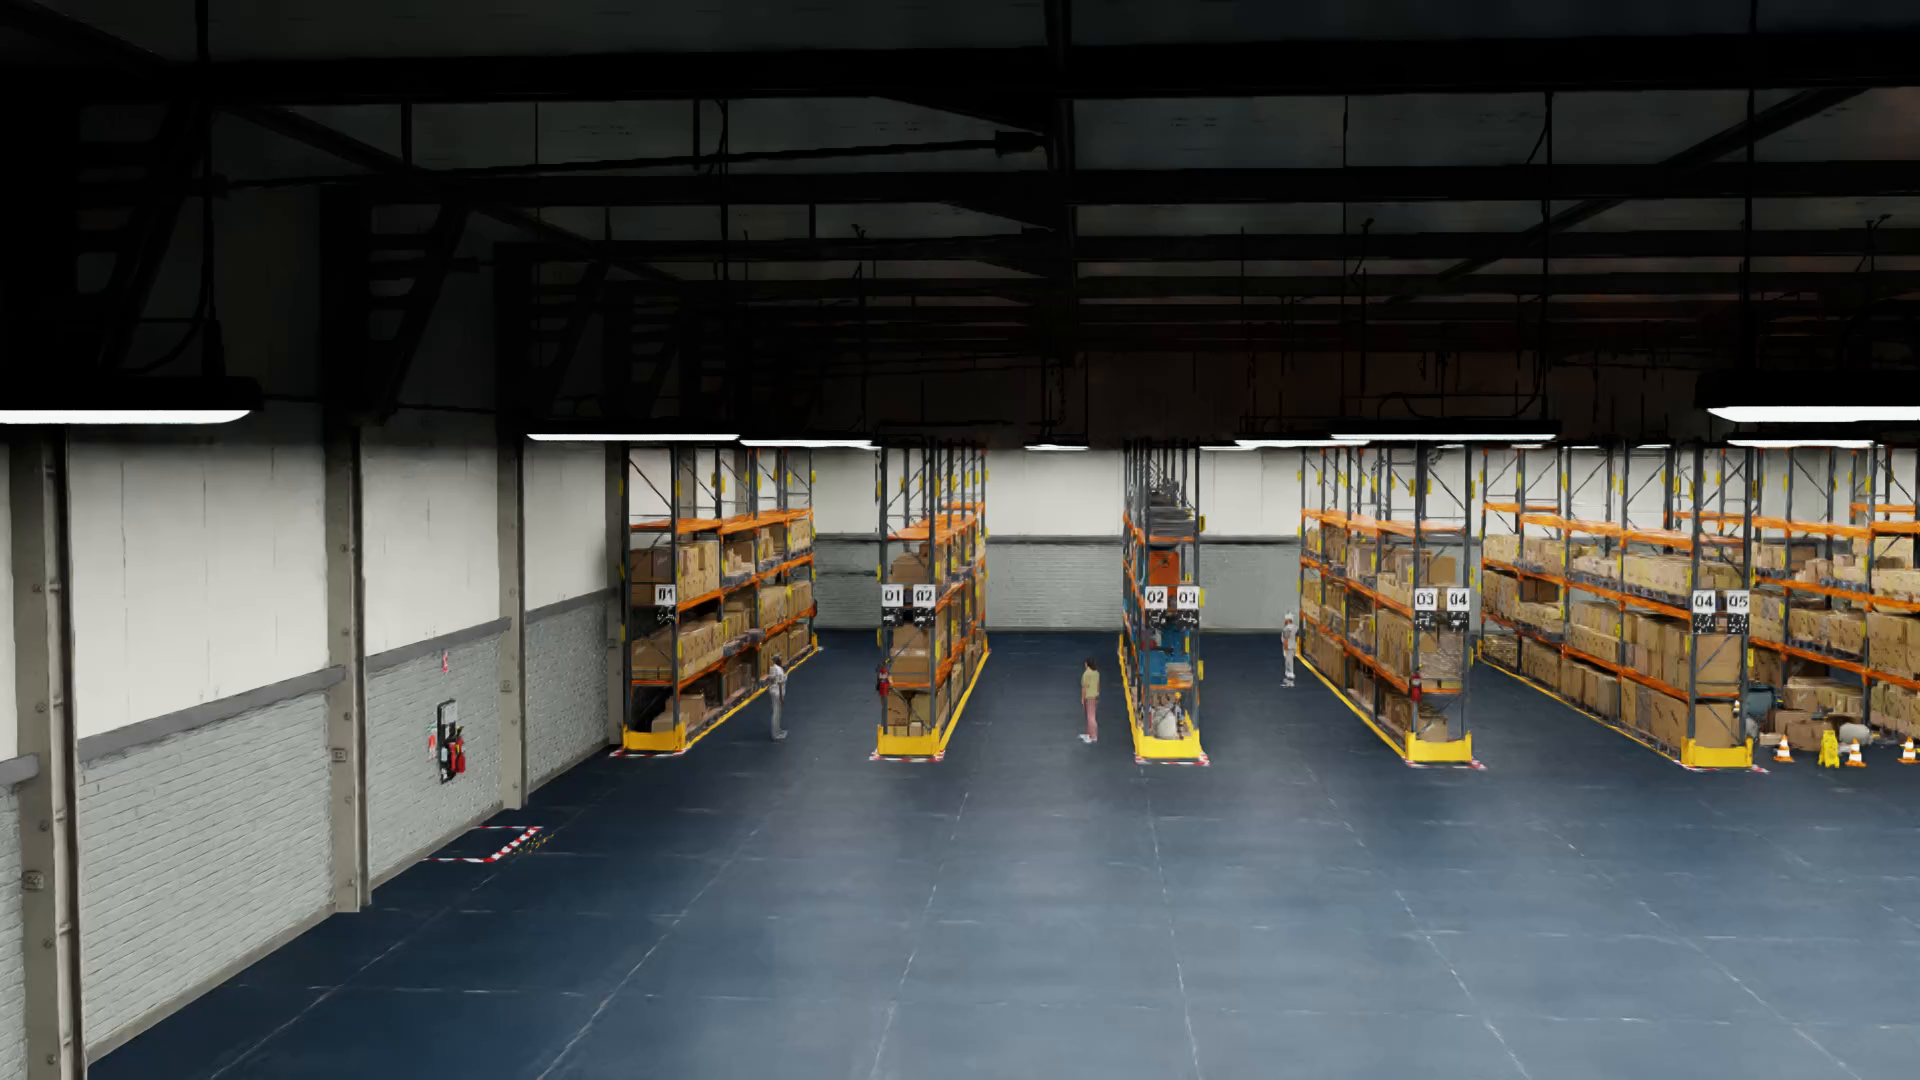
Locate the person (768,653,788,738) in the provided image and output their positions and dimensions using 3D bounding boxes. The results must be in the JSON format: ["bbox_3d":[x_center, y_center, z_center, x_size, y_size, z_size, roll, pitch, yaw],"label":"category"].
[{"bbox_3d":[-3.618,3.097,33.223,0.422,1.676,0.502,-1,3,-24],"label":"person"}]

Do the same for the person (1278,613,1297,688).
[{"bbox_3d":[7.911,2.661,40.252,0.489,1.787,0.608,2,4,34],"label":"person"}]

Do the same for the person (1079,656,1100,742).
[{"bbox_3d":[2.538,3.114,32.823,0.569,1.668,0.560,2,4,36],"label":"person"}]
